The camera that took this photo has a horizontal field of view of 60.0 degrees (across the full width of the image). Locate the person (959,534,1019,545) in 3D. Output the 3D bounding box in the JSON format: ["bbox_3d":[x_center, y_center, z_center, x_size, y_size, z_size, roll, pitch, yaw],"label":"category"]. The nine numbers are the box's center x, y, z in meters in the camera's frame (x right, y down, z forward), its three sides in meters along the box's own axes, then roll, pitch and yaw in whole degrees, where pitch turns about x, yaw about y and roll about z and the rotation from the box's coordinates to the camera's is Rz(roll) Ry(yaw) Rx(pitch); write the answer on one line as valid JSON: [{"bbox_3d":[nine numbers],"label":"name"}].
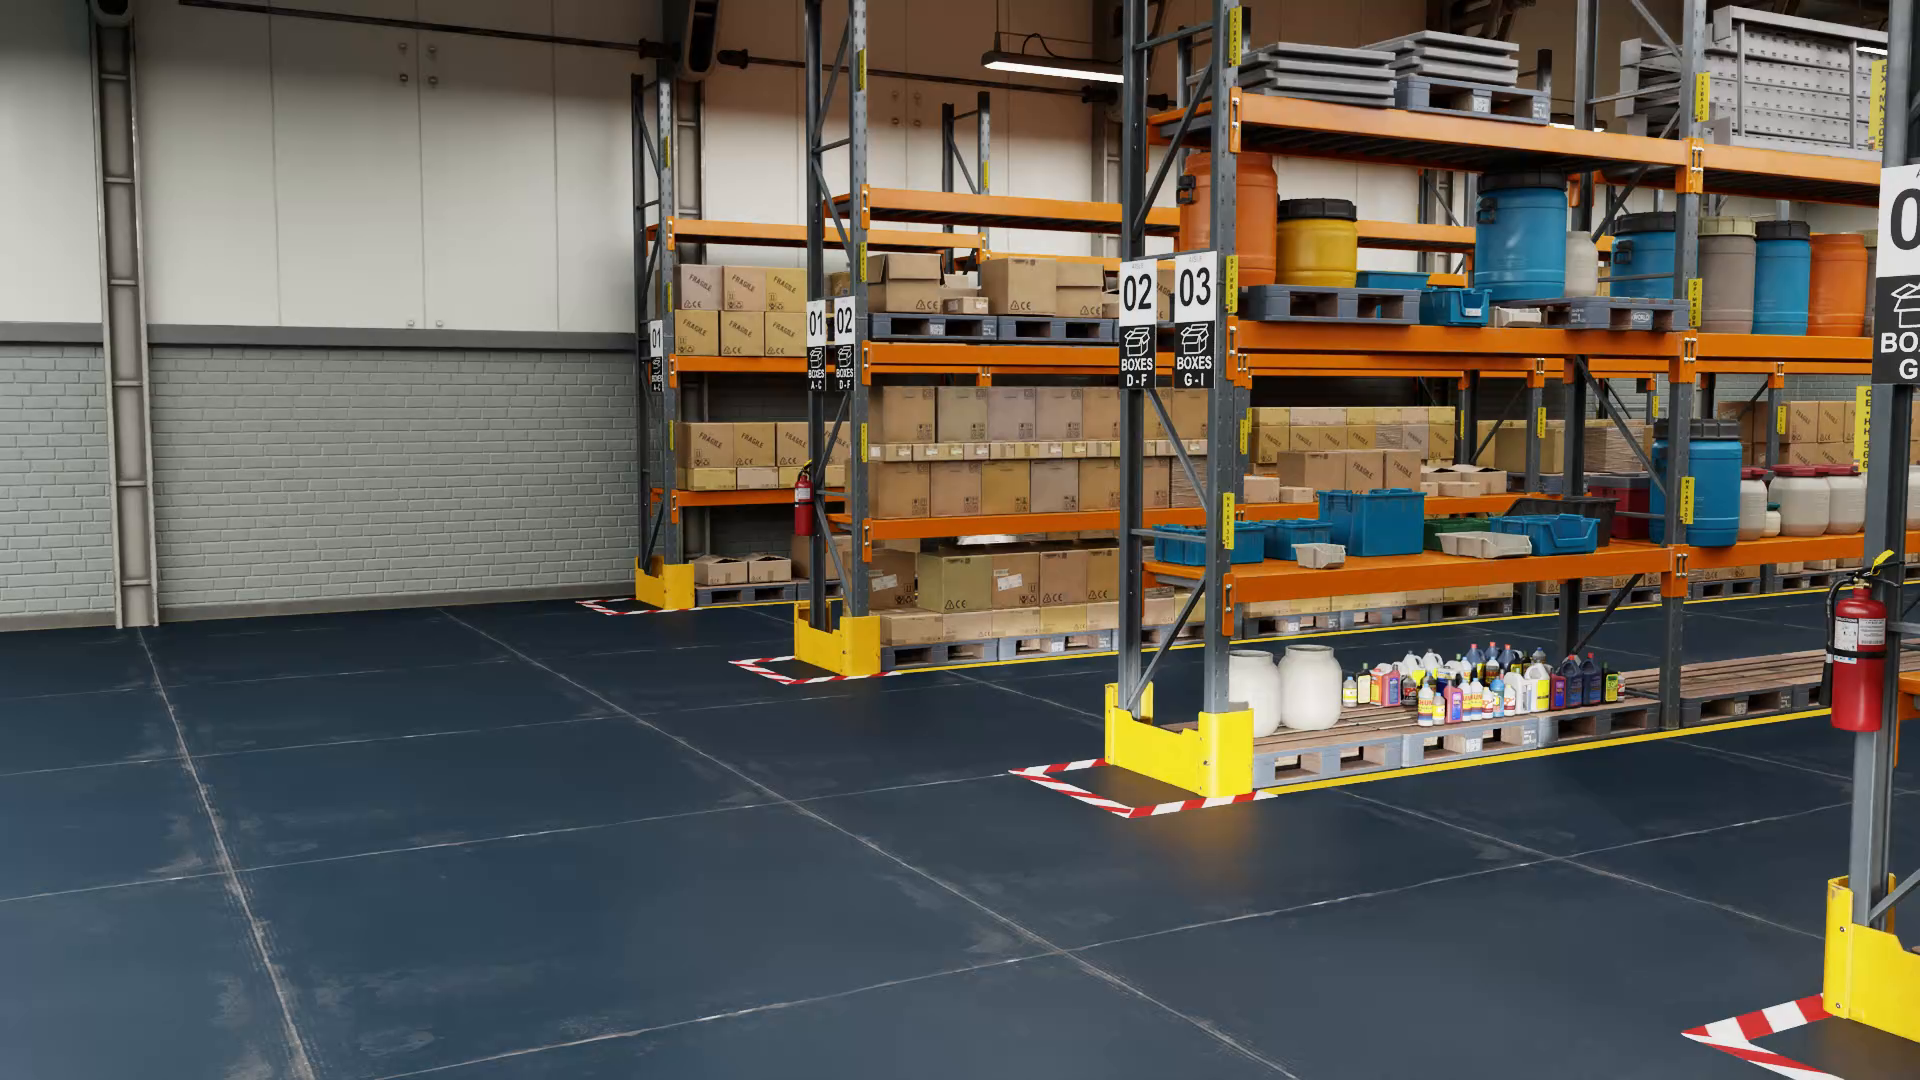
[{"bbox_3d":[0.275,0.296,18.809,0.522,0.917,0.987,-3,6,-31],"label":"person"}]
